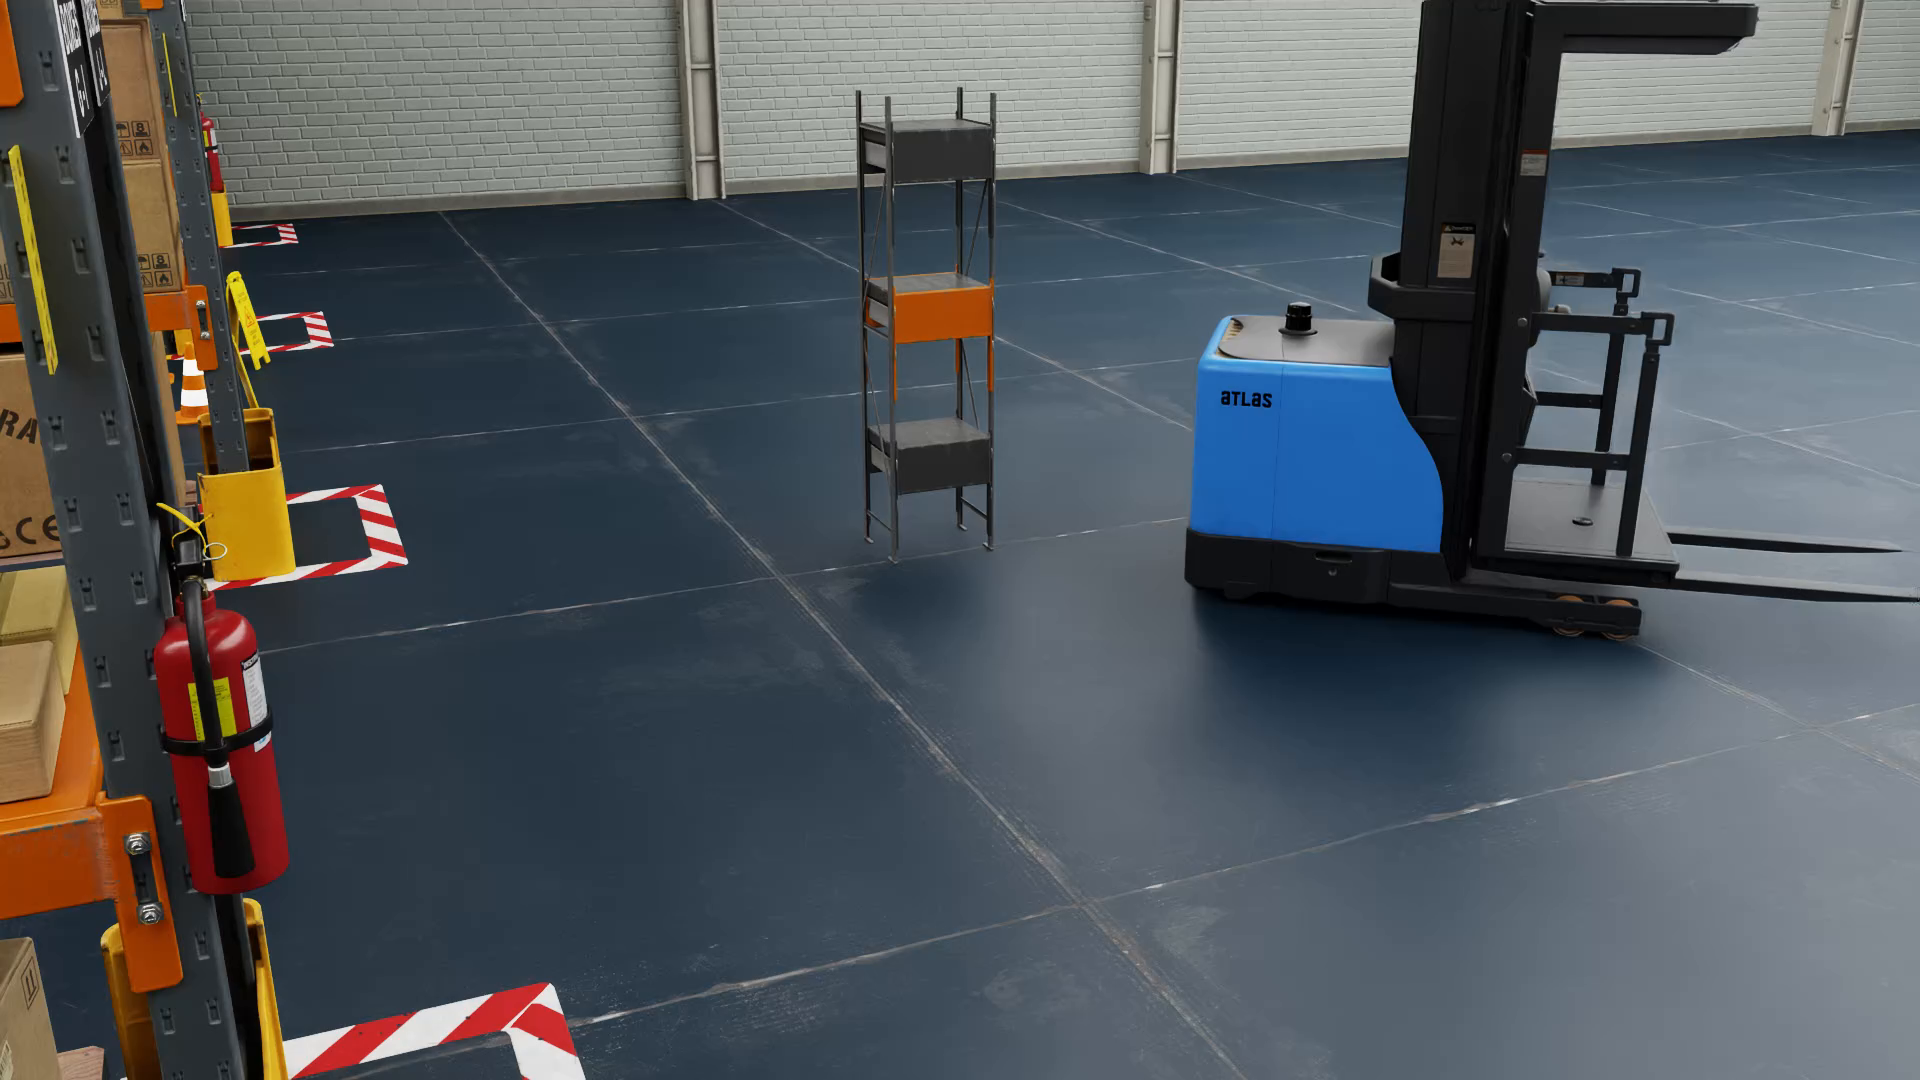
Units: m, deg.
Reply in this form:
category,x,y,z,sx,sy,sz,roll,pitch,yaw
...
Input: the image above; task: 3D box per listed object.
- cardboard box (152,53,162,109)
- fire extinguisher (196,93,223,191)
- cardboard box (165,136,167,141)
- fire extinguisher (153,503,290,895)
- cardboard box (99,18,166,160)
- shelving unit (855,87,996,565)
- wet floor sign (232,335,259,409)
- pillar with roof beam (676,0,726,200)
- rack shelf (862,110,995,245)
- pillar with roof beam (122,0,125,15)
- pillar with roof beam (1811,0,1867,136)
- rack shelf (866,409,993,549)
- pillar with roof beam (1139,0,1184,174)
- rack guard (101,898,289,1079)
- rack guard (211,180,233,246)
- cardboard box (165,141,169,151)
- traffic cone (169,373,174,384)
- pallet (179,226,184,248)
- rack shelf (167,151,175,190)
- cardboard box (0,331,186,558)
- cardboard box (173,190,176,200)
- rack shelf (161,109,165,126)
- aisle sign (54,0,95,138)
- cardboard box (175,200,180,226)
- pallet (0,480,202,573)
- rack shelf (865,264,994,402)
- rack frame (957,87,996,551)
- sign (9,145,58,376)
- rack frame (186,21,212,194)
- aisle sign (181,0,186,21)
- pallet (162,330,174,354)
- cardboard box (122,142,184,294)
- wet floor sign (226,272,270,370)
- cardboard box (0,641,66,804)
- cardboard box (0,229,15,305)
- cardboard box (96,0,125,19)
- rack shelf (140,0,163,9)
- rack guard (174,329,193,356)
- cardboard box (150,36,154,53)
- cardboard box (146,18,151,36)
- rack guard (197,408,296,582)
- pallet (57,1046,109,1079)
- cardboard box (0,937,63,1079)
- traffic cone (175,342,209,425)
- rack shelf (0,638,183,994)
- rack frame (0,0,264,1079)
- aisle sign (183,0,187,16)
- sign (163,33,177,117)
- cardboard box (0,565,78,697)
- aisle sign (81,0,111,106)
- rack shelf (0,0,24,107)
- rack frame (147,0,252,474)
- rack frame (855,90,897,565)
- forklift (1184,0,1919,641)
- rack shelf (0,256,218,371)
category,x,y,z,sx,sy,sz,roll,pitch,yaw
cardboard box,-7.812,-4.326,15.642,0.500,0.500,0.500,-9,21,-23
fire extinguisher,-5.207,-2.749,11.429,0.183,0.674,0.296,-8,21,-22
cardboard box,-7.980,-3.791,16.275,0.500,0.250,0.500,-8,21,-23
fire extinguisher,-1.281,0.273,2.846,0.183,0.674,0.296,-8,21,-22
cardboard box,-3.797,-1.958,7.214,0.550,0.550,0.875,-8,21,-22
shelving unit,-0.152,-0.969,7.611,0.503,2.100,0.431,-8,21,-22
wet floor sign,-4.199,-0.912,9.640,0.232,0.644,0.267,-12,23,-31
pillar with roof beam,-1.246,-6.913,14.107,0.400,9.000,9.100,-8,21,-22
rack shelf,-0.152,-1.616,7.384,0.480,0.518,0.431,-8,21,-22
pillar with roof beam,-6.755,-6.124,11.866,0.400,9.000,9.100,-8,21,-22
pillar with roof beam,15.282,-9.281,20.833,0.400,9.000,9.100,-8,21,-22
rack shelf,-0.152,-0.295,7.848,0.480,0.518,0.431,-8,21,-22
pillar with roof beam,4.263,-7.703,16.349,0.400,9.000,9.100,-8,21,-22
rack guard,-1.639,1.300,3.576,0.348,0.500,1.175,-8,21,-22
rack guard,-7.442,-3.248,16.494,0.348,0.500,1.175,-8,21,-22
cardboard box,-7.763,-3.641,15.849,0.500,0.250,0.500,-7,21,-20
traffic cone,-5.378,-1.264,10.916,0.334,0.463,0.336,-8,21,-22
pallet,-8.150,-2.995,16.211,1.213,0.211,1.003,-8,21,-22
rack shelf,-7.331,-2.308,11.145,4.000,0.370,1.077,-8,21,-22
cardboard box,-4.037,-0.501,7.496,0.875,0.875,0.875,-8,21,-22
cardboard box,-7.787,-3.402,15.921,0.500,0.250,0.500,-8,21,-23
rack shelf,-9.300,-3.822,15.442,4.000,0.370,1.077,-8,21,-22
aisle sign,-1.393,-1.032,2.521,0.004,0.787,0.394,-8,21,-22
cardboard box,-7.770,-3.167,16.008,0.500,0.250,0.500,-8,21,-22
pallet,-4.144,0.030,7.620,1.213,0.211,1.003,-8,21,-22
rack shelf,-0.152,-0.956,7.616,0.480,0.518,0.431,-8,21,-22
rack frame,0.072,-1.001,7.703,0.015,2.100,0.400,-8,21,-22
sign,-1.368,-0.412,2.457,0.005,0.325,0.100,-8,21,-22
rack frame,-7.464,-4.424,16.070,0.127,3.000,1.000,-8,21,-22
aisle sign,-3.257,-2.559,6.858,0.004,0.787,0.394,-8,21,-22
pallet,-6.324,-1.489,11.934,1.213,0.211,1.003,-8,21,-22
cardboard box,-3.764,-1.423,7.320,0.550,0.550,0.875,-8,21,-22
wet floor sign,-4.896,-1.499,11.308,0.232,0.644,0.267,-1,19,-3
cardboard box,-1.749,0.330,2.946,0.250,0.149,0.380,-8,21,-22
cardboard box,-4.260,-1.344,7.096,0.550,0.550,0.875,-8,21,-22
cardboard box,-5.877,-3.436,11.161,0.500,0.500,0.700,-9,21,-23
rack shelf,-5.277,-2.227,6.397,4.000,0.370,1.077,-8,21,-22
rack guard,-5.564,-1.722,12.159,0.348,0.500,1.175,-8,21,-22
cardboard box,-7.671,-4.646,15.574,0.250,0.149,0.380,-8,21,-21
cardboard box,-7.709,-4.806,15.580,0.250,0.149,0.380,-8,21,-22
rack guard,-3.419,-0.239,7.947,0.348,0.500,1.175,-8,21,-22
pallet,-2.399,1.533,3.351,1.213,0.211,1.003,-8,21,-22
cardboard box,-2.149,1.169,3.316,0.500,0.500,0.500,-4,20,-12
traffic cone,-4.626,-0.971,10.082,0.334,0.463,0.336,-8,21,-22
rack shelf,-3.405,0.714,2.562,4.000,0.370,1.077,-8,21,-22
rack frame,-1.570,0.110,3.192,0.053,2.616,0.949,-8,21,-22
aisle sign,-3.495,-2.742,7.378,0.004,0.787,0.394,-8,21,-22
sign,-3.239,-1.905,6.816,0.005,0.325,0.100,-8,21,-22
cardboard box,-1.925,0.195,3.331,0.250,0.149,0.380,-8,21,-22
aisle sign,-1.631,-1.215,3.041,0.004,0.787,0.394,-8,21,-22
rack shelf,-3.405,-0.701,2.064,4.000,0.370,1.077,-8,21,-22
rack frame,-3.441,-1.415,7.523,0.127,3.000,1.000,-8,21,-22
rack frame,-0.376,-0.937,7.520,0.015,2.100,0.400,-8,21,-22
forklift,2.563,-1.162,6.909,3.031,2.935,1.130,5,20,13
rack shelf,-5.277,-0.812,6.895,4.000,0.370,1.077,-8,21,-22
